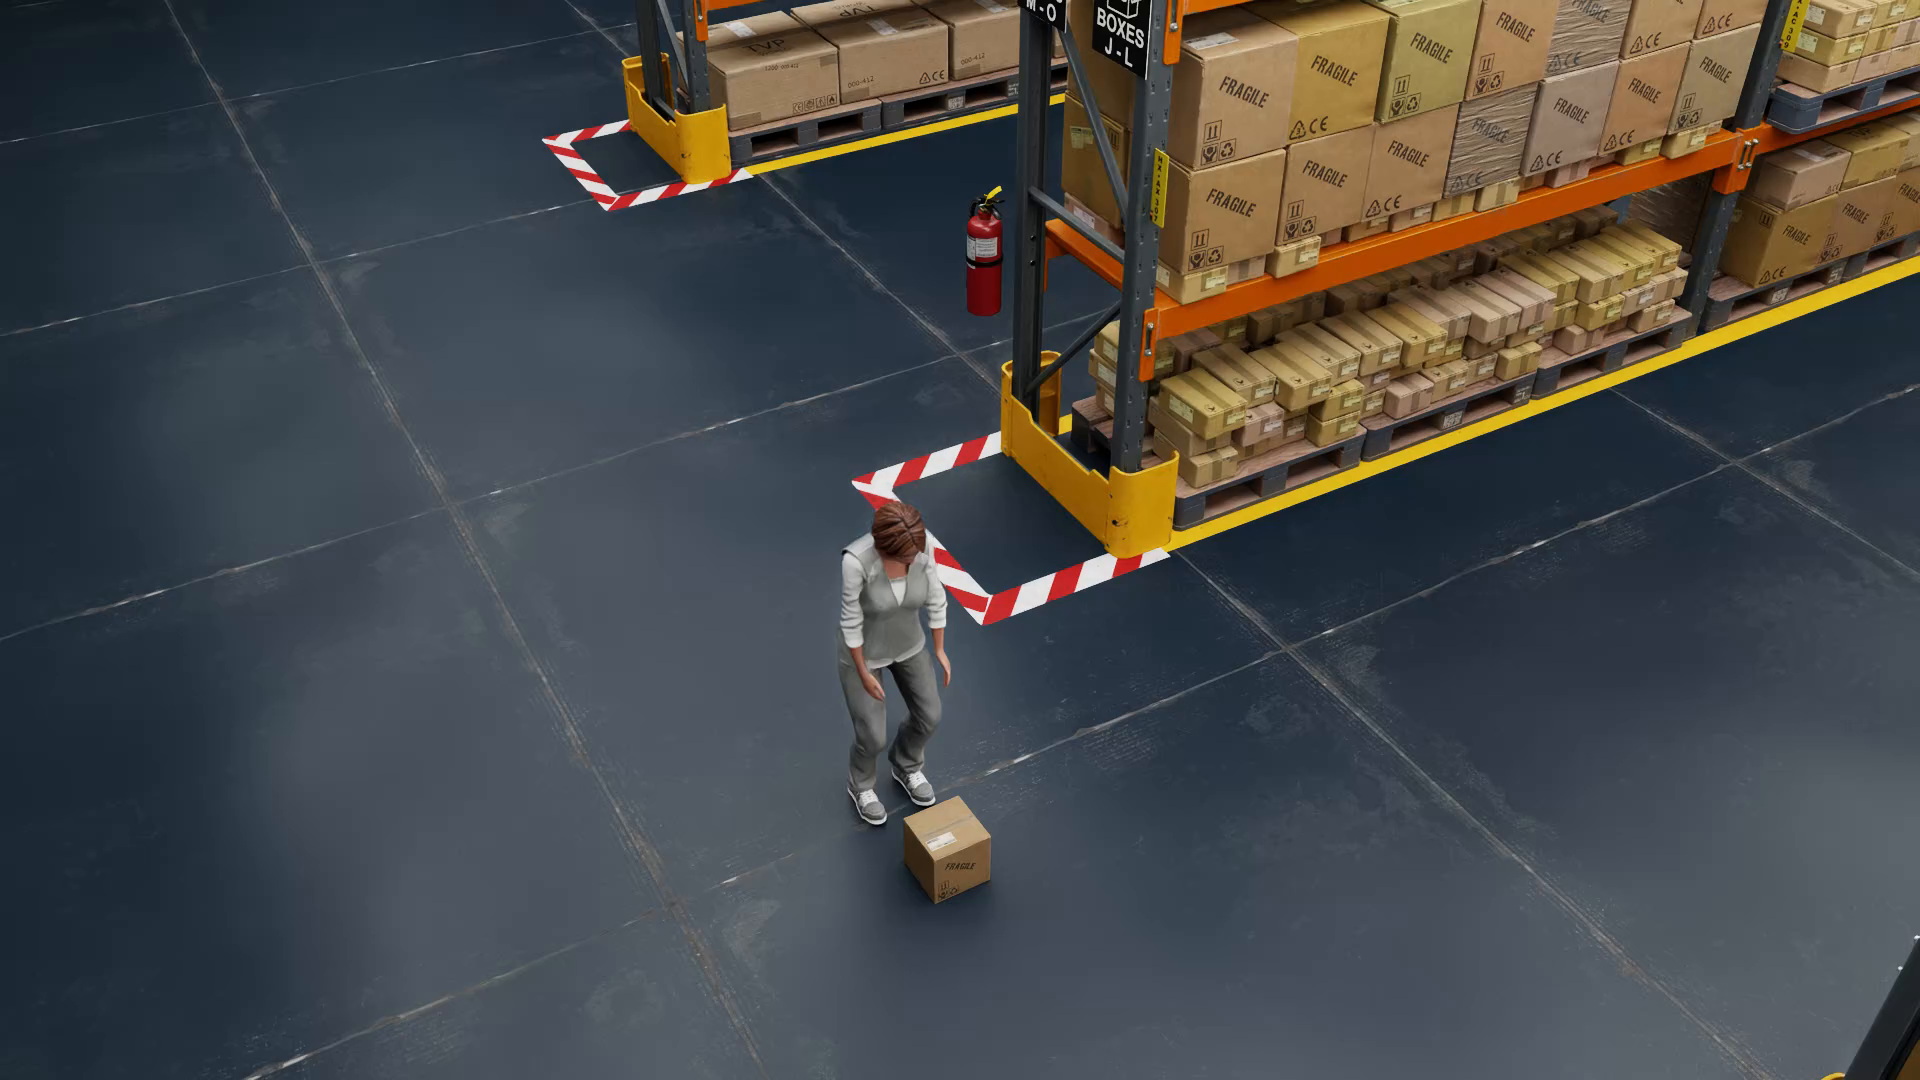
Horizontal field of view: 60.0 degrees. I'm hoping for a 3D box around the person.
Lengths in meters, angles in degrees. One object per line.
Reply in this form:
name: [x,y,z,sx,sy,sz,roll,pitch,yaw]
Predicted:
person: [-0.258,0.456,6.419,0.433,1.506,0.418,-18,41,-22]
